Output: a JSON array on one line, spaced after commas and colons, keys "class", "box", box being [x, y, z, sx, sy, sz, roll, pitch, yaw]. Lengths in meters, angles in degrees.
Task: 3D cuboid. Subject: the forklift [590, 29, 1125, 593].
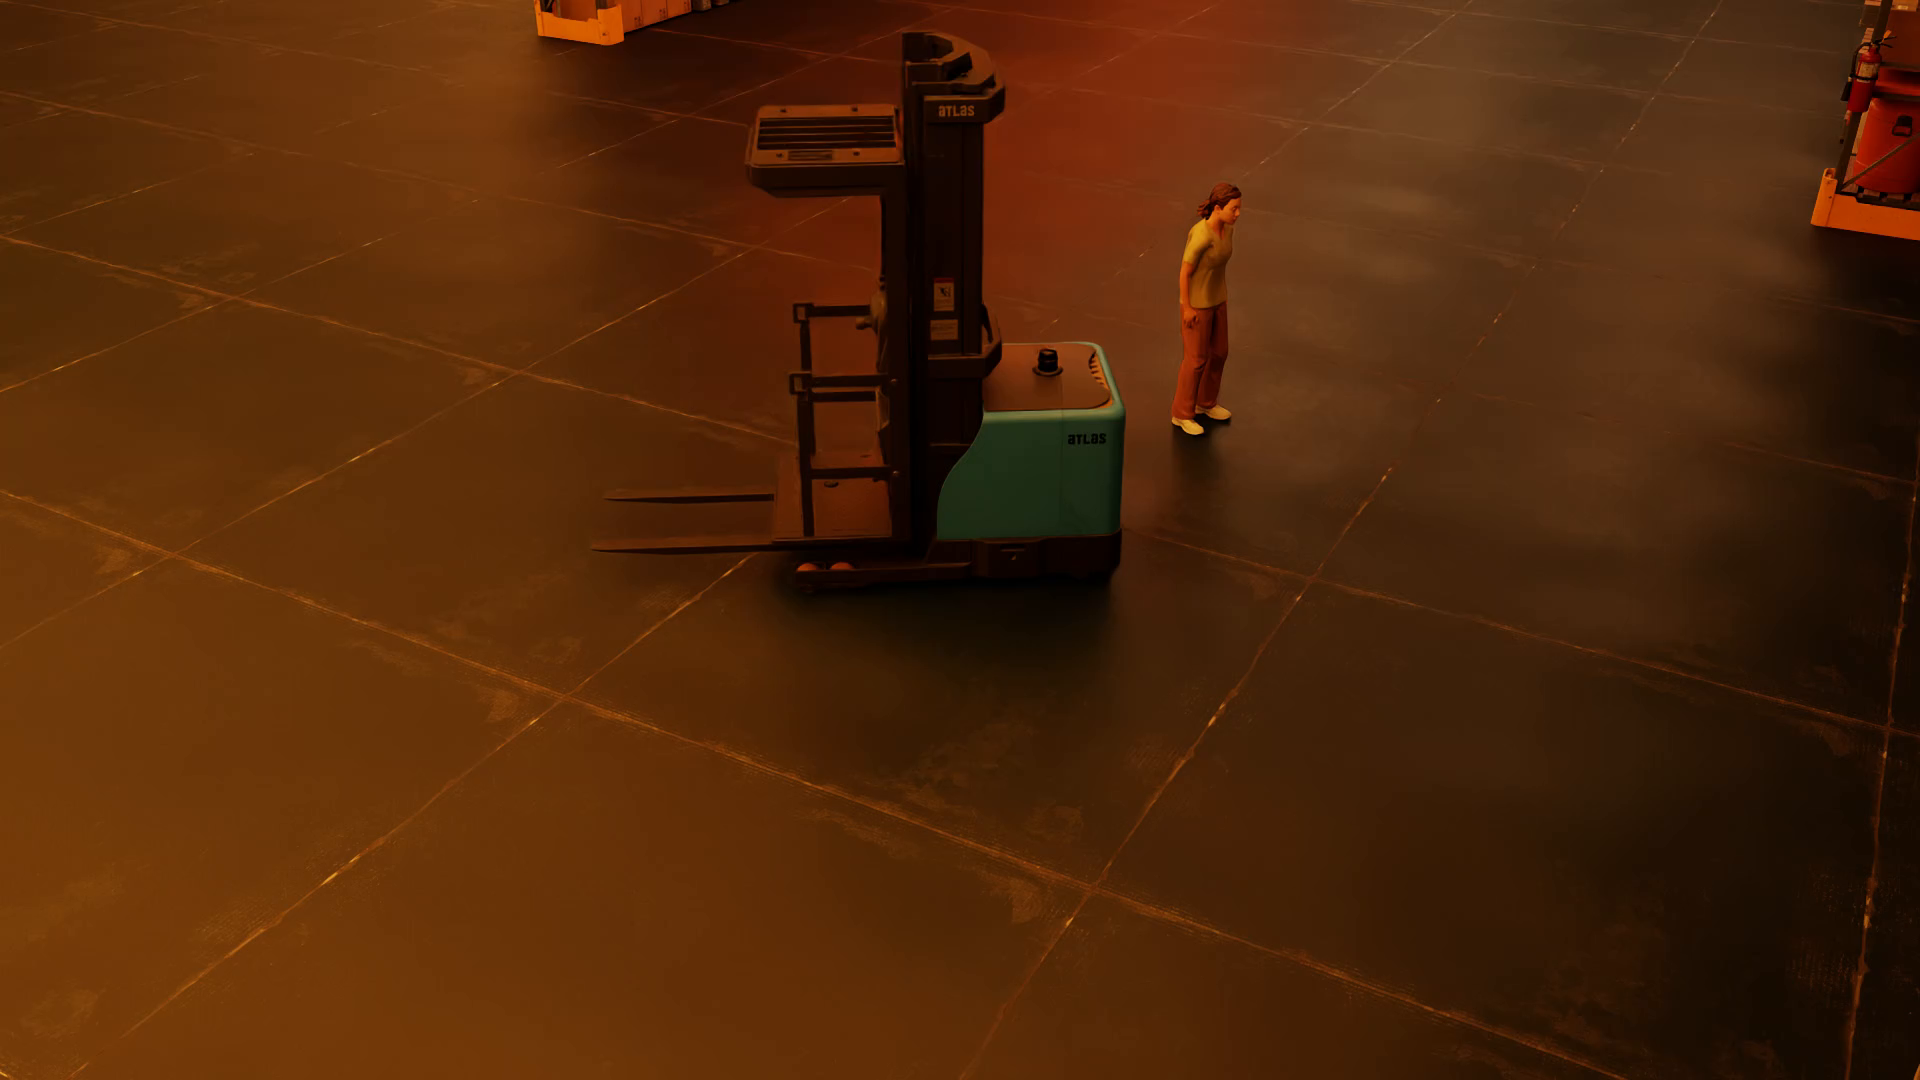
[{"class": "forklift", "box": [-0.616, -1.241, 9.220, 3.031, 2.935, 1.130, -2, 30, -3]}]

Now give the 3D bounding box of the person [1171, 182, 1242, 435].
[{"class": "person", "box": [1.644, -1.557, 11.030, 0.360, 1.671, 0.507, 23, 37, 35]}]
